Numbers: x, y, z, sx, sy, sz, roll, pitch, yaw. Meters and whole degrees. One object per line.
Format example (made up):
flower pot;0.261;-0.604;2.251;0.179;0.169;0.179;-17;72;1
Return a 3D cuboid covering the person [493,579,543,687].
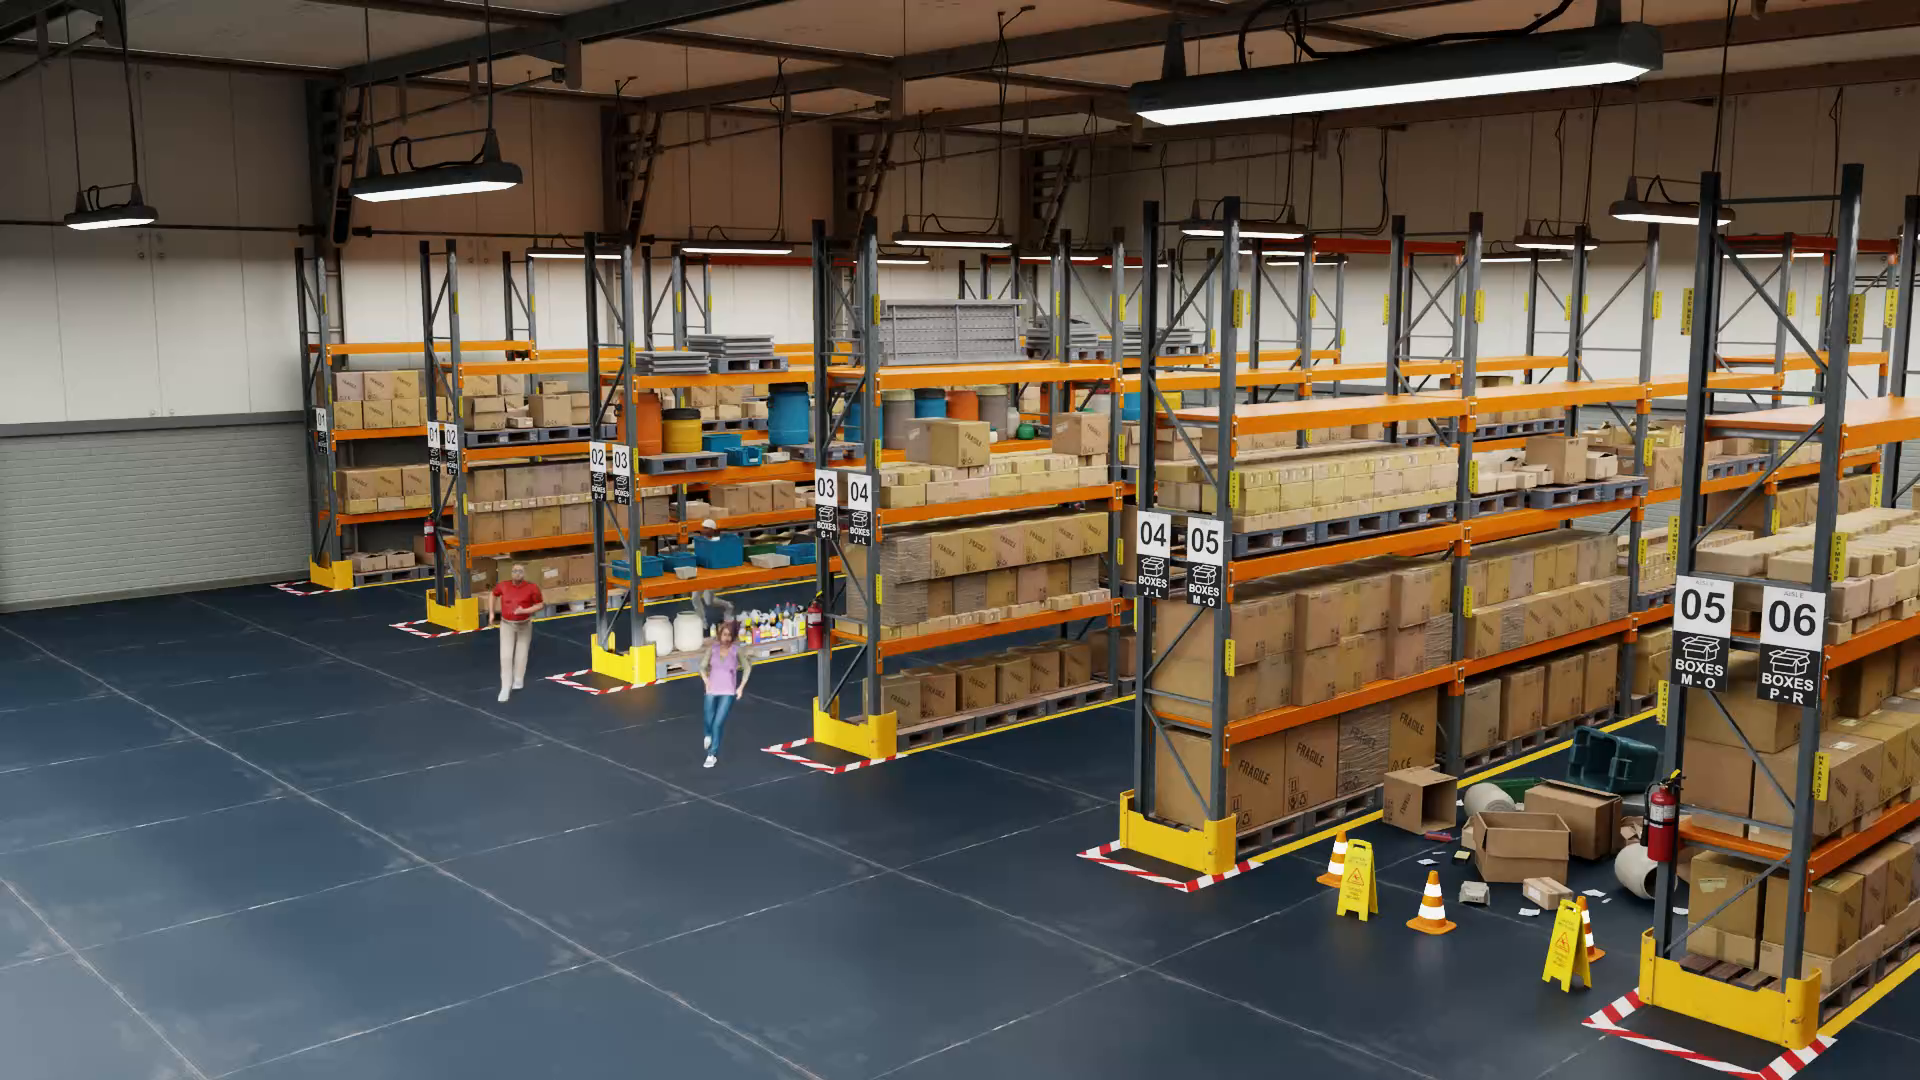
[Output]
person;-5.721;1.181;21.573;0.618;1.393;0.623;-2;9;-16

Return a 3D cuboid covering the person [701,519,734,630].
person;-3.897;0.533;25.838;0.681;1.726;0.753;7;11;40

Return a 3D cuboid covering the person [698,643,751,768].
person;-2.617;1.803;18.535;0.585;1.353;0.661;0;8;0
